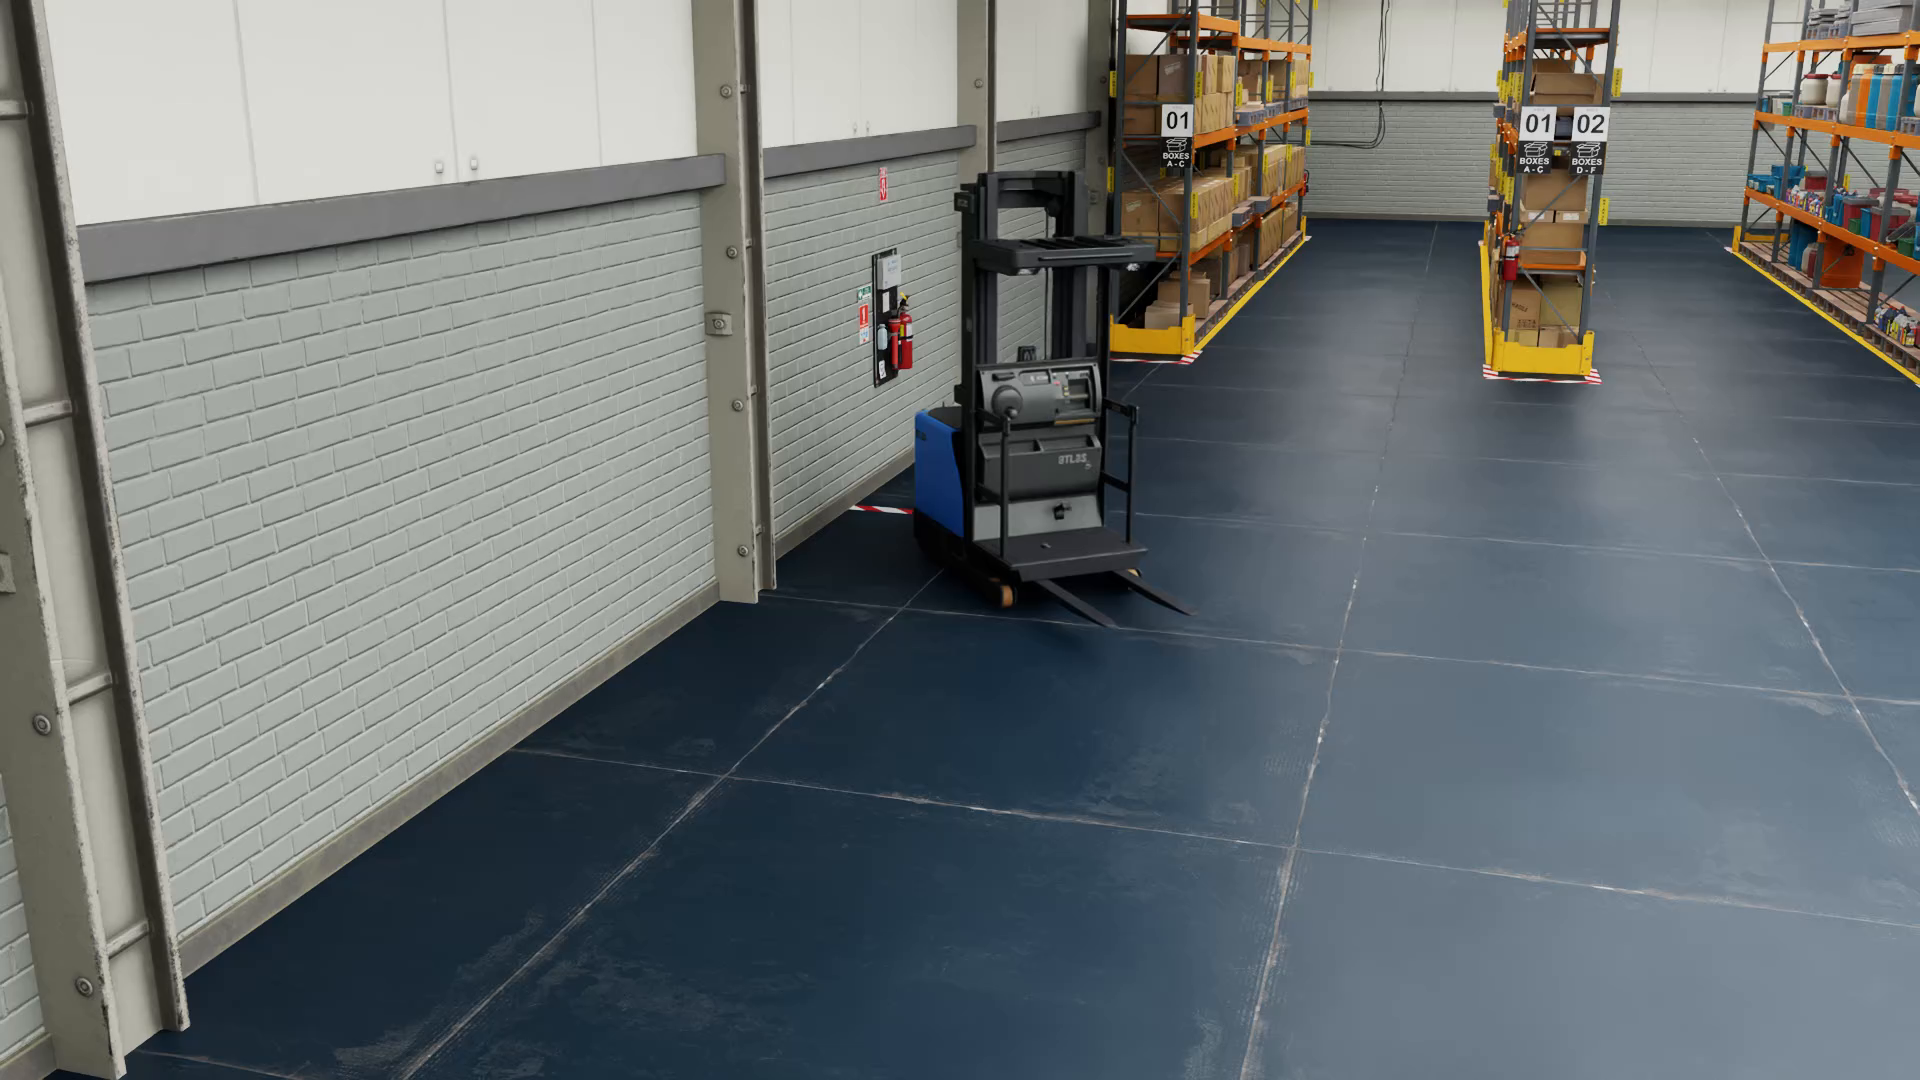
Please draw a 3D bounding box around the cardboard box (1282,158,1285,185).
[{"bbox_3d":[6.023,-7.147,32.265,0.500,0.500,0.500,4,16,15],"label":"cardboard box"}]

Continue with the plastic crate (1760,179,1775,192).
[{"bbox_3d":[15.703,-6.851,32.183,0.416,0.233,0.300,5,16,16],"label":"plastic crate"}]

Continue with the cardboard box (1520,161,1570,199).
[{"bbox_3d":[7.842,-4.772,22.096,0.700,0.500,0.500,5,16,16],"label":"cardboard box"}]

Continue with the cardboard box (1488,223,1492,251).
[{"bbox_3d":[10.553,-5.884,32.350,0.500,0.500,0.500,5,16,16],"label":"cardboard box"}]

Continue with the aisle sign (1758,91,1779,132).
[{"bbox_3d":[16.284,-8.657,33.591,0.394,0.787,0.004,5,16,16],"label":"aisle sign"}]

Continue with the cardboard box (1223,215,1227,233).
[{"bbox_3d":[3.646,-4.654,24.478,0.500,0.250,0.500,5,17,16],"label":"cardboard box"}]

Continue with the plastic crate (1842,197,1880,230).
[{"bbox_3d":[13.522,-4.904,25.003,0.402,0.464,0.583,5,16,16],"label":"plastic crate"}]

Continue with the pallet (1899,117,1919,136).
[{"bbox_3d":[13.026,-5.381,21.653,1.213,0.211,1.003,5,16,16],"label":"pallet"}]

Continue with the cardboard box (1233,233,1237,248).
[{"bbox_3d":[4.399,-5.073,28.119,0.500,0.250,0.500,5,17,17],"label":"cardboard box"}]

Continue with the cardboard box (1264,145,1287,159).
[{"bbox_3d":[6.025,-7.506,32.157,0.500,0.250,0.500,5,17,17],"label":"cardboard box"}]

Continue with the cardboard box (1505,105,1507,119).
[{"bbox_3d":[9.763,-7.398,28.236,0.910,0.500,0.500,5,16,16],"label":"cardboard box"}]

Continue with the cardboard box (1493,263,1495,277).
[{"bbox_3d":[8.516,-4.155,25.721,0.500,0.311,0.500,5,16,16],"label":"cardboard box"}]

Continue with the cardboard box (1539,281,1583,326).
[{"bbox_3d":[7.759,-3.058,21.508,0.500,0.500,0.500,5,16,16],"label":"cardboard box"}]

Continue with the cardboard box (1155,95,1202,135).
[{"bbox_3d":[2.837,-5.516,21.563,0.500,0.500,0.500,5,17,17],"label":"cardboard box"}]

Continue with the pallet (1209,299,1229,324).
[{"bbox_3d":[3.482,-3.474,25.189,1.003,0.211,1.213,5,16,16],"label":"pallet"}]

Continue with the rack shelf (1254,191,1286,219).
[{"bbox_3d":[5.344,-6.217,31.070,1.077,0.370,4.000,5,16,16],"label":"rack shelf"}]

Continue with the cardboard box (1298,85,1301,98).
[{"bbox_3d":[6.659,-9.135,33.864,0.500,0.250,0.500,4,16,14],"label":"cardboard box"}]

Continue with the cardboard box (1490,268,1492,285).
[{"bbox_3d":[8.954,-4.290,27.228,0.500,0.250,0.500,4,16,14],"label":"cardboard box"}]

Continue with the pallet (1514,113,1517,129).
[{"bbox_3d":[8.172,-5.786,22.896,1.003,0.211,1.213,5,16,16],"label":"pallet"}]

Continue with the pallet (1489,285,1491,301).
[{"bbox_3d":[9.255,-4.103,27.408,1.003,0.211,1.213,5,16,16],"label":"pallet"}]

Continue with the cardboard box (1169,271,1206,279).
[{"bbox_3d":[3.383,-3.728,24.751,0.500,0.500,0.500,3,16,12],"label":"cardboard box"}]

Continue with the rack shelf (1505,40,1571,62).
[{"bbox_3d":[10.095,-8.528,28.955,1.077,0.370,4.000,5,16,16],"label":"rack shelf"}]

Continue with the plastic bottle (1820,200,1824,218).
[{"bbox_3d":[13.980,-5.355,26.924,0.061,0.283,0.133,5,16,16],"label":"plastic bottle"}]

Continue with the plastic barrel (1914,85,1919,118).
[{"bbox_3d":[12.827,-5.827,21.904,0.421,0.512,0.421,0,16,0],"label":"plastic barrel"}]

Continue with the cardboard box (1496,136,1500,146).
[{"bbox_3d":[11.133,-7.916,33.724,0.500,0.500,0.500,5,17,17],"label":"cardboard box"}]

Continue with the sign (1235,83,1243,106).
[{"bbox_3d":[4.162,-6.645,24.817,0.100,0.325,0.005,5,16,16],"label":"sign"}]

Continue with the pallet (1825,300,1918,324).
[{"bbox_3d":[13.669,-3.412,24.974,1.003,0.211,1.213,5,16,16],"label":"pallet"}]

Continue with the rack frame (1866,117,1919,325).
[{"bbox_3d":[13.138,-4.225,22.729,1.000,3.000,0.127,5,16,16],"label":"rack frame"}]

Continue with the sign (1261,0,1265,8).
[{"bbox_3d":[6.519,-11.589,35.696,0.100,0.325,0.005,5,16,16],"label":"sign"}]

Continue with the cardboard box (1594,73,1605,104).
[{"bbox_3d":[7.987,-5.738,21.355,0.500,0.500,0.500,5,16,16],"label":"cardboard box"}]

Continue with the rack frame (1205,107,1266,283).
[{"bbox_3d":[4.776,-6.040,29.127,1.000,3.000,0.127,5,16,16],"label":"rack frame"}]

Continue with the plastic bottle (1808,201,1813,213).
[{"bbox_3d":[14.290,-5.583,27.878,0.097,0.201,0.097,0,16,0],"label":"plastic bottle"}]

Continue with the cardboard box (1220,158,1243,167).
[{"bbox_3d":[4.629,-6.434,28.338,0.380,0.149,0.250,2,16,7],"label":"cardboard box"}]

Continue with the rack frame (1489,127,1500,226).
[{"bbox_3d":[11.800,-7.750,35.156,1.000,3.000,0.127,5,16,16],"label":"rack frame"}]

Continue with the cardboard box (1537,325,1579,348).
[{"bbox_3d":[7.619,-2.566,21.149,0.500,0.250,0.500,5,16,16],"label":"cardboard box"}]

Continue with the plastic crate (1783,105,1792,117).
[{"bbox_3d":[15.242,-7.794,30.201,0.450,0.188,0.662,5,16,16],"label":"plastic crate"}]

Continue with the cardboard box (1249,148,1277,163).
[{"bbox_3d":[5.582,-7.106,30.747,0.500,0.250,0.500,4,16,15],"label":"cardboard box"}]

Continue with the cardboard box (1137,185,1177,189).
[{"bbox_3d":[2.728,-4.652,23.096,0.500,0.500,0.500,4,16,14],"label":"cardboard box"}]

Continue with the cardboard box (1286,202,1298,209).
[{"bbox_3d":[7.085,-7.206,35.860,0.380,0.149,0.250,4,16,15],"label":"cardboard box"}]

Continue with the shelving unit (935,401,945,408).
[{"bbox_3d":[-0.073,-0.574,13.428,0.215,1.050,0.252,4,16,14],"label":"shelving unit"}]

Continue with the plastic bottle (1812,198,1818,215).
[{"bbox_3d":[14.207,-5.540,27.600,0.097,0.271,0.097,0,16,0],"label":"plastic bottle"}]

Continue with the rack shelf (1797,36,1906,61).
[{"bbox_3d":[14.843,-8.143,27.598,1.077,0.370,4.000,5,16,16],"label":"rack shelf"}]

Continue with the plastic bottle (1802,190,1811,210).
[{"bbox_3d":[14.481,-5.808,28.398,0.144,0.351,0.185,5,16,16],"label":"plastic bottle"}]

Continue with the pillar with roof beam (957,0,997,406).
[{"bbox_3d":[4.294,-5.180,15.101,9.100,9.000,0.400,5,16,16],"label":"pillar with roof beam"}]

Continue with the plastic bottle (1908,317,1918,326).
[{"bbox_3d":[12.485,-2.782,21.826,0.152,0.276,0.135,5,16,16],"label":"plastic bottle"}]

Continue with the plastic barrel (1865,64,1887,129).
[{"bbox_3d":[13.446,-6.402,23.986,0.600,0.901,0.708,5,16,16],"label":"plastic barrel"}]

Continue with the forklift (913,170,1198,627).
[{"bbox_3d":[0.662,-1.063,11.706,1.130,2.935,3.031,-6,17,-22],"label":"forklift"}]

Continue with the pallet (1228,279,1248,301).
[{"bbox_3d":[4.204,-4.176,27.666,1.003,0.211,1.213,5,16,16],"label":"pallet"}]

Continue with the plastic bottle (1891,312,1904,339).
[{"bbox_3d":[12.336,-2.823,21.833,0.144,0.351,0.185,4,16,15],"label":"plastic bottle"}]

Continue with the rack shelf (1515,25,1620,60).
[{"bbox_3d":[7.821,-6.435,21.576,1.077,0.370,4.000,5,16,16],"label":"rack shelf"}]

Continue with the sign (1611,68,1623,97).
[{"bbox_3d":[7.783,-5.421,19.701,0.100,0.325,0.005,5,16,16],"label":"sign"}]

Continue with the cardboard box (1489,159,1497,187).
[{"bbox_3d":[10.314,-6.847,31.019,0.700,0.500,0.500,-1,16,-3],"label":"cardboard box"}]
